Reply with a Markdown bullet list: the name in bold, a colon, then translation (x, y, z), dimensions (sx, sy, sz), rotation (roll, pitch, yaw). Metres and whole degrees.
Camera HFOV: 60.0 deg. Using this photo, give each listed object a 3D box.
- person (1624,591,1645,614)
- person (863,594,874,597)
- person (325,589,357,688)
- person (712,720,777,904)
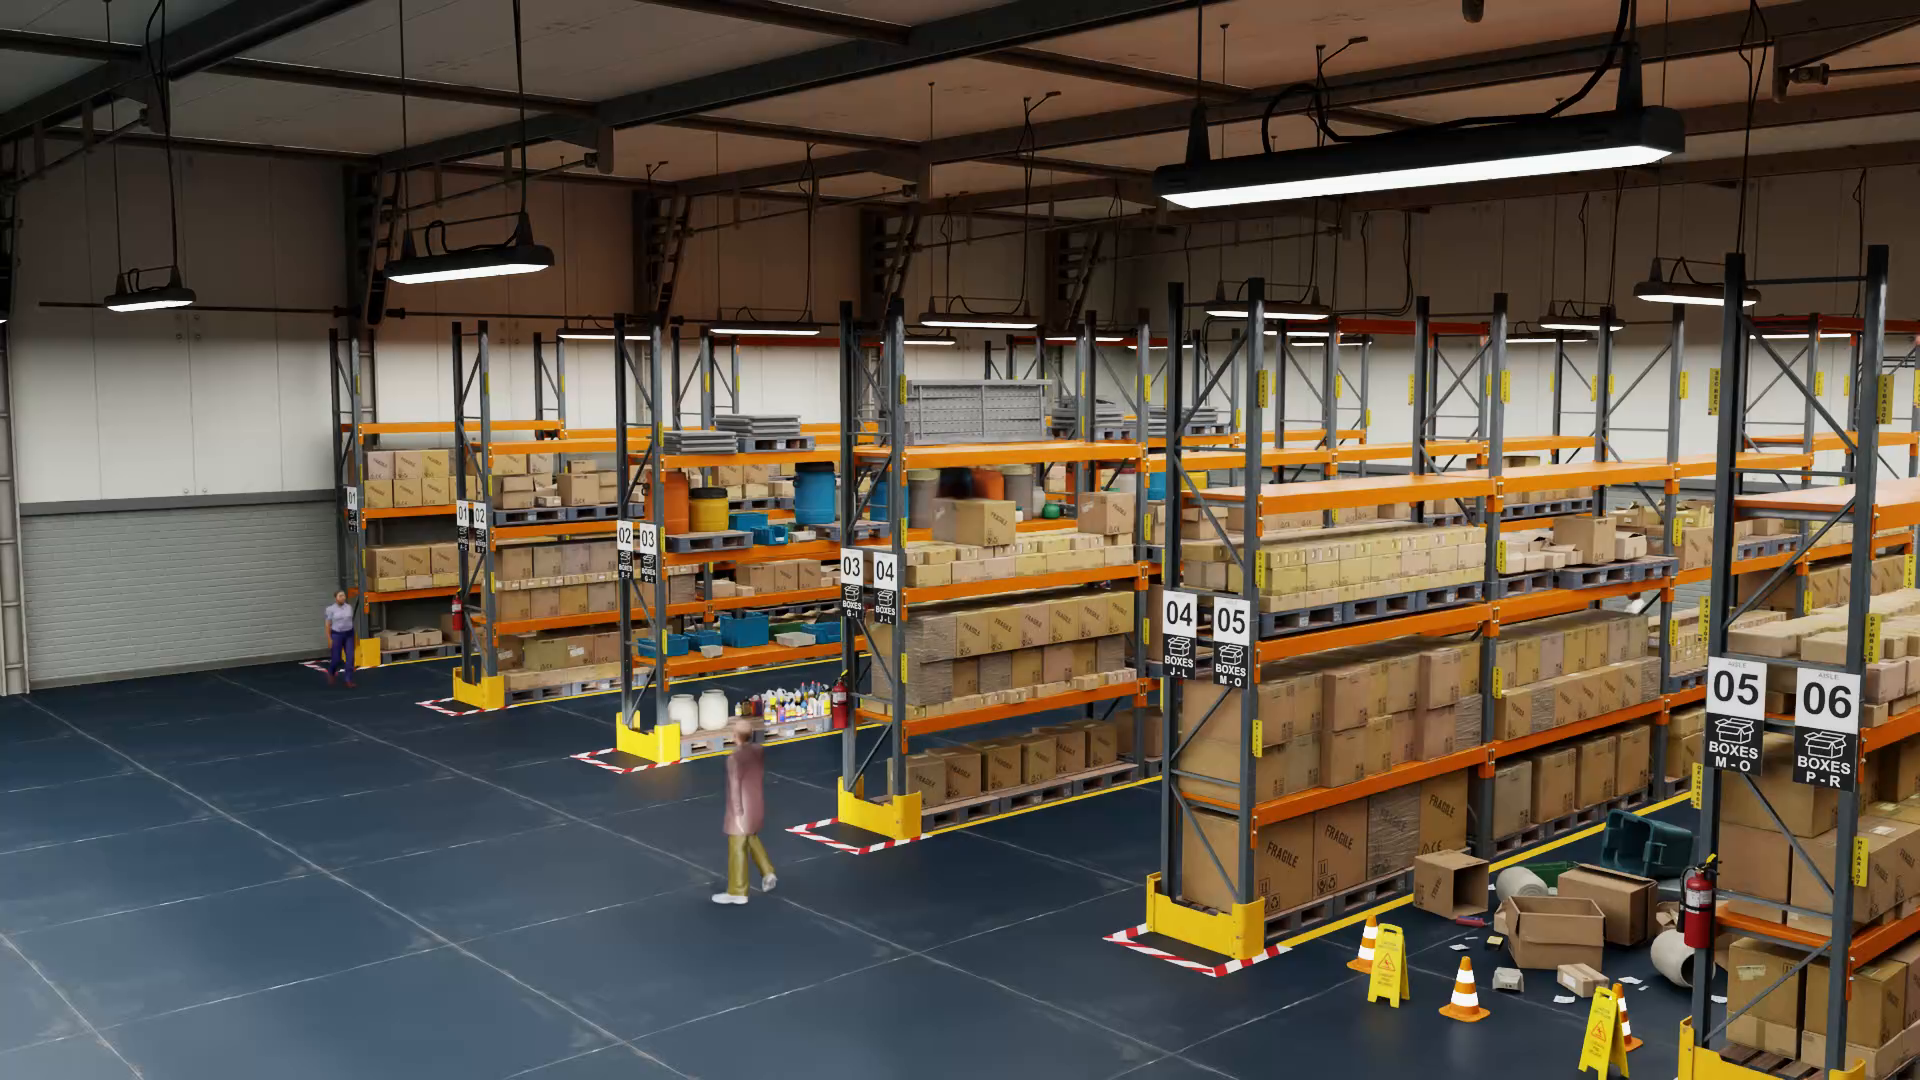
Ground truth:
- **person**: translation (11.045, 1.577, 27.311), dimensions (0.390, 1.765, 0.655), rotation (3, 6, 28)
- **person**: translation (-1.807, 0.934, 35.229), dimensions (0.644, 1.562, 0.555), rotation (-4, 7, -37)
- **person**: translation (-10.236, 1.618, 27.476), dimensions (0.498, 1.630, 0.512), rotation (-5, 8, -42)
- **person**: translation (-2.094, 2.652, 16.363), dimensions (0.508, 1.794, 0.624), rotation (3, 6, 28)
